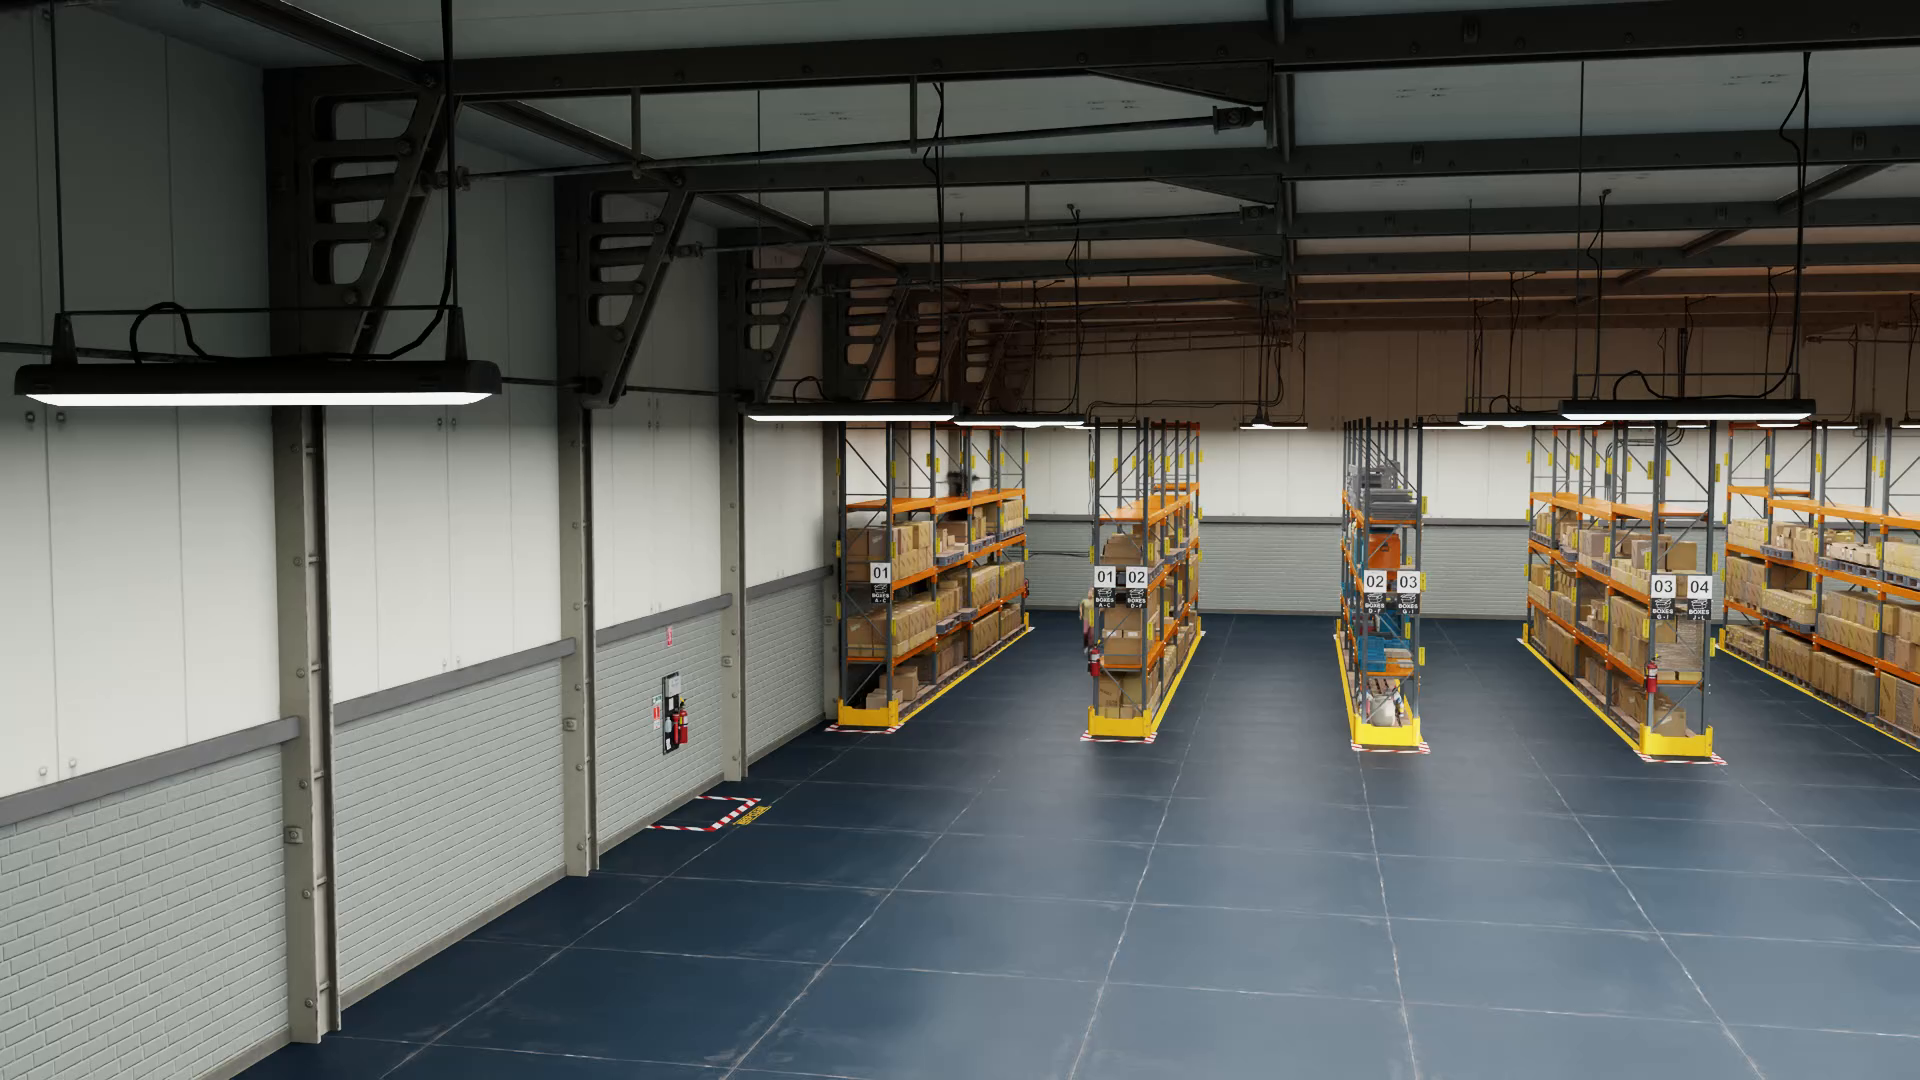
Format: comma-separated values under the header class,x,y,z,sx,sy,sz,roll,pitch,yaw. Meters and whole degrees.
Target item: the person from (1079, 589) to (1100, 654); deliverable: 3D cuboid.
class,x,y,z,sx,sy,sz,roll,pitch,yaw
person,3.350,2.103,42.936,0.541,1.687,0.688,0,4,5
